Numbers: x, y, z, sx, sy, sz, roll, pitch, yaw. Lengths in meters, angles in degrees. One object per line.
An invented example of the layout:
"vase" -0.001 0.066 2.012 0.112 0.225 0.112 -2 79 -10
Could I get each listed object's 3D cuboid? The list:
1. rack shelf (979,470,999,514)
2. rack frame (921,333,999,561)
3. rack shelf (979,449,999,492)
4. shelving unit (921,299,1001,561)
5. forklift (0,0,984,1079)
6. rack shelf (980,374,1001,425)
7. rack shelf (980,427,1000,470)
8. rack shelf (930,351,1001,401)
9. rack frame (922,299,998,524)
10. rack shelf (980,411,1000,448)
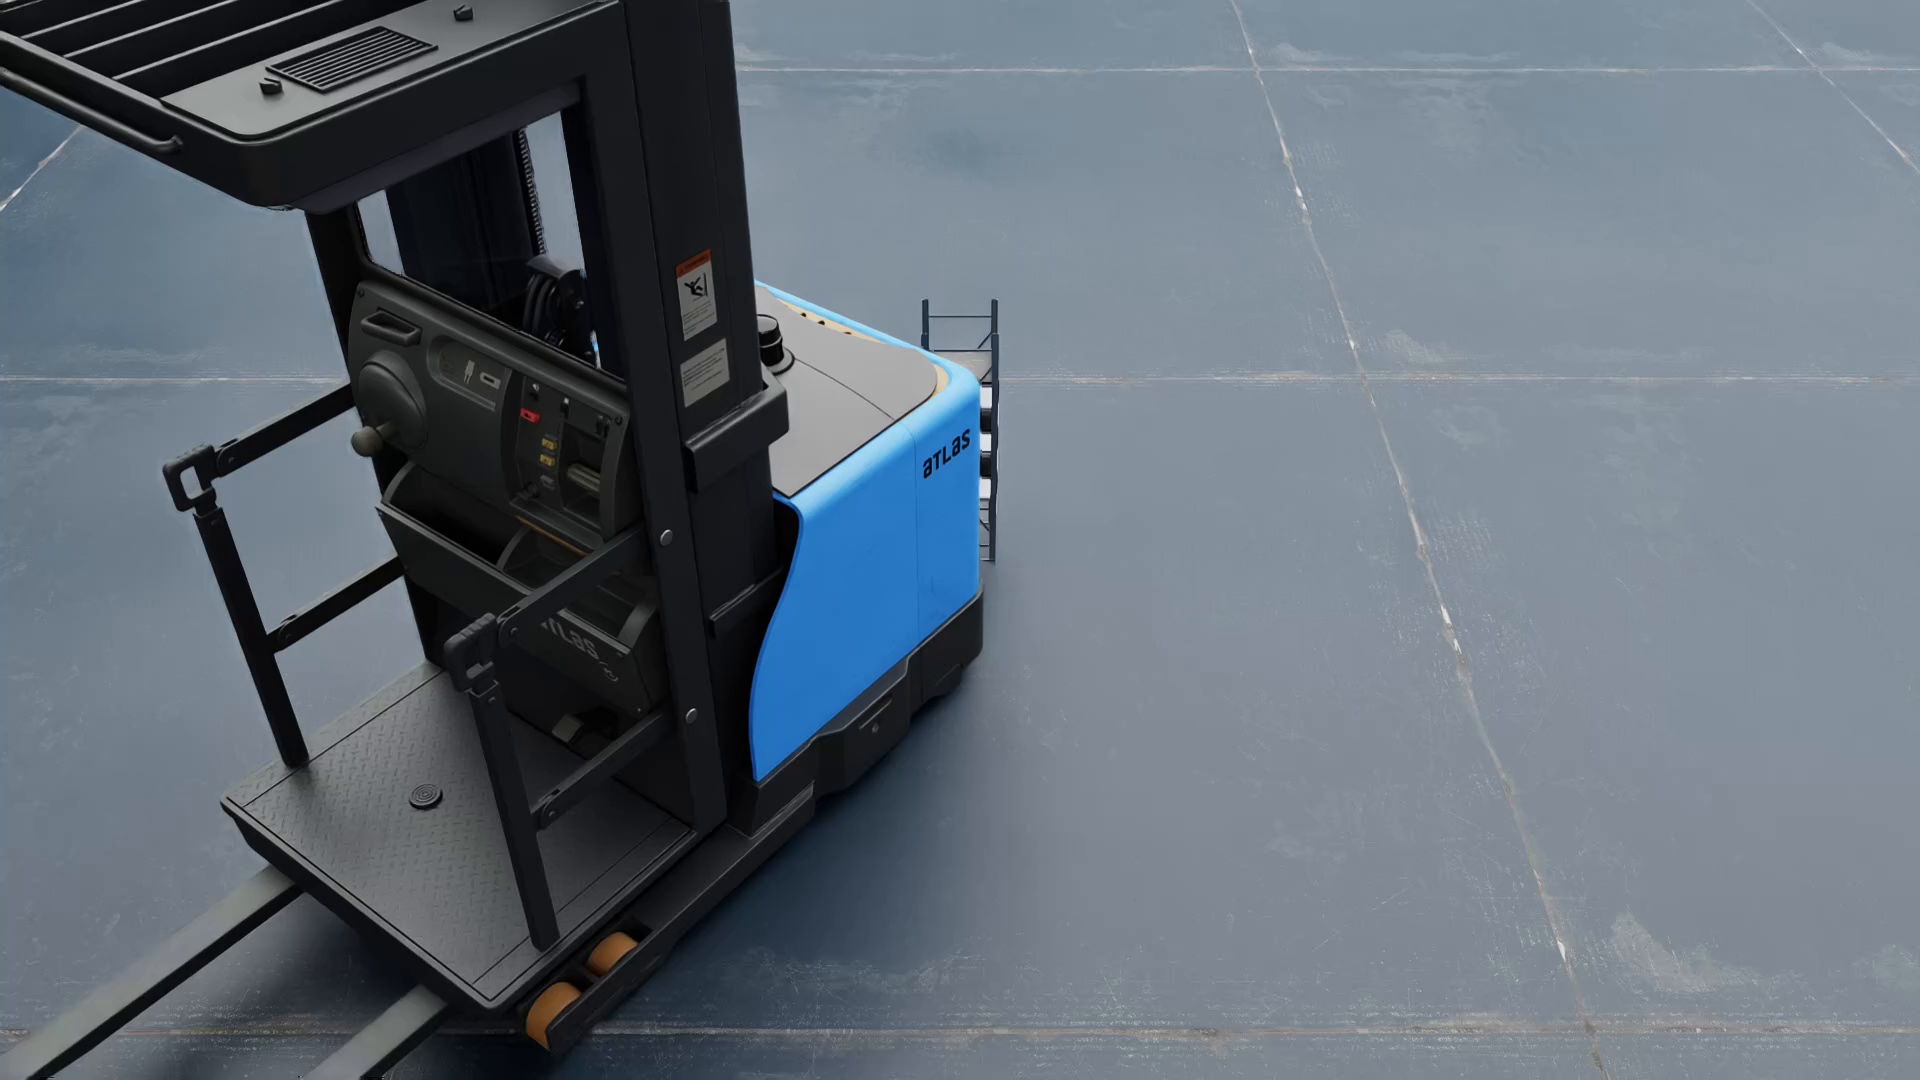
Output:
"rack shelf" 0.000 -0.180 5.596 0.258 0.077 0.200 0 39 0
"rack frame" 0.000 -0.282 5.383 0.240 0.900 0.006 0 39 0
"rack shelf" 0.000 -0.250 5.539 0.258 0.077 0.200 0 39 0
"shelving unit" 0.000 -0.346 5.462 0.258 0.900 0.210 0 39 0
"forklift" -1.221 -0.222 3.683 1.130 2.935 3.031 26 45 28
"rack shelf" 0.000 -0.461 5.371 0.258 0.077 0.200 0 39 0
"rack shelf" 0.000 -0.320 5.483 0.258 0.077 0.200 0 39 0
"rack shelf" 0.000 -0.531 5.314 0.258 0.077 0.200 0 39 0
"rack frame" 0.000 -0.410 5.542 0.240 0.900 0.006 0 39 0
"rack shelf" 0.000 -0.390 5.427 0.258 0.077 0.200 0 39 0
